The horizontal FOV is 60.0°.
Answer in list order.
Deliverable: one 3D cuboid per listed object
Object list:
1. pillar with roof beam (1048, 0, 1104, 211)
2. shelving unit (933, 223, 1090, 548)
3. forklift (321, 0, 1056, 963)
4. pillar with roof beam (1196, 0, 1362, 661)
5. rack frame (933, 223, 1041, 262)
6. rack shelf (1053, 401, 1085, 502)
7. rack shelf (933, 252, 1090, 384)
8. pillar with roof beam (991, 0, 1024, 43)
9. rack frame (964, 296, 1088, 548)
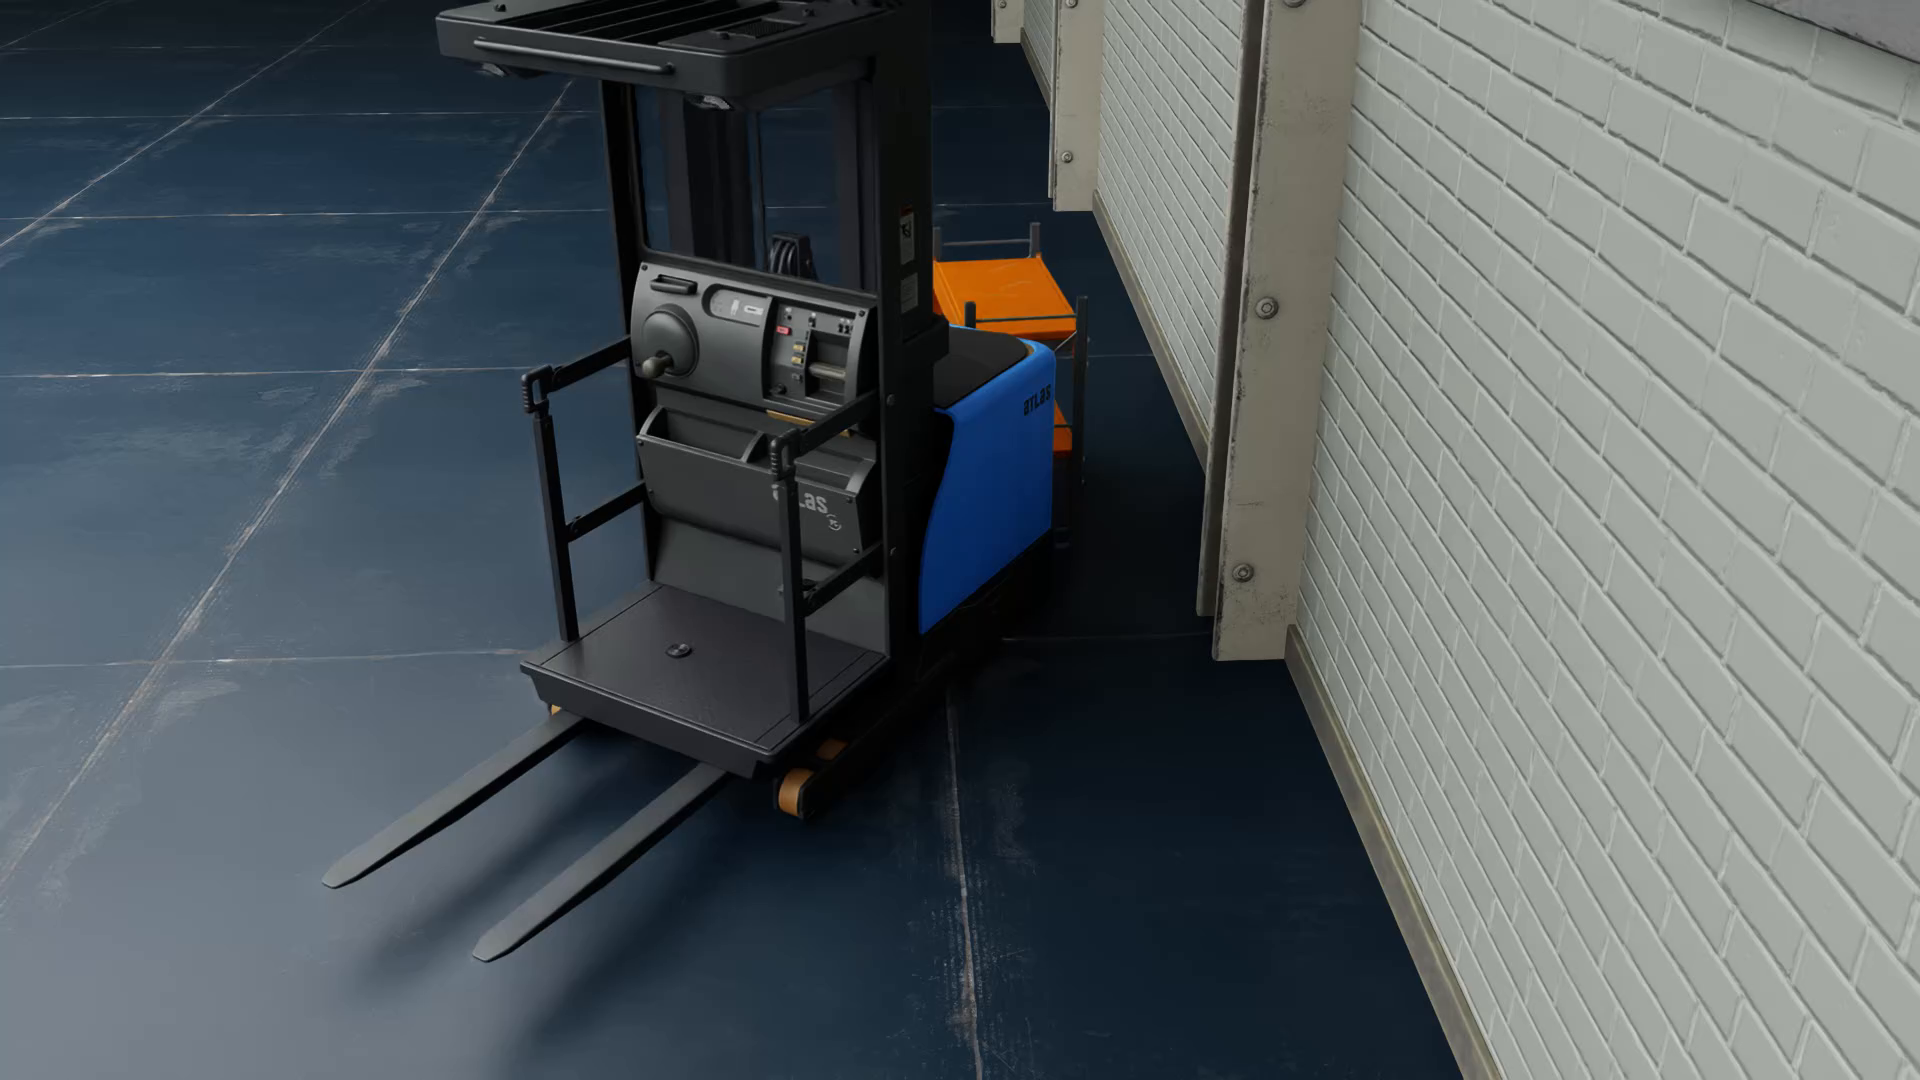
[{"bbox_3d":[-3.497,-6.291,9.580,9.100,9.000,0.400,-1,28,-3],"label":"pillar with roof beam"},{"bbox_3d":[0.192,-0.695,7.367,0.538,1.125,1.048,-4,28,-7],"label":"shelving unit"},{"bbox_3d":[-0.805,-0.626,5.281,1.130,2.935,3.031,15,31,27],"label":"forklift"},{"bbox_3d":[-3.183,-3.520,4.267,9.100,9.000,0.400,-1,28,-3],"label":"pillar with roof beam"},{"bbox_3d":[0.117,-0.928,7.812,0.500,1.125,0.032,-4,28,-7],"label":"rack frame"},{"bbox_3d":[0.192,-0.478,7.480,0.538,0.278,1.000,-4,28,-7],"label":"rack shelf"},{"bbox_3d":[0.192,-0.955,7.231,0.538,0.278,1.000,-4,28,-7],"label":"rack shelf"},{"bbox_3d":[-3.810,-9.061,14.893,9.100,9.000,0.400,-1,28,-3],"label":"pillar with roof beam"},{"bbox_3d":[0.266,-0.463,6.921,0.500,1.125,0.032,-4,28,-7],"label":"rack frame"}]
